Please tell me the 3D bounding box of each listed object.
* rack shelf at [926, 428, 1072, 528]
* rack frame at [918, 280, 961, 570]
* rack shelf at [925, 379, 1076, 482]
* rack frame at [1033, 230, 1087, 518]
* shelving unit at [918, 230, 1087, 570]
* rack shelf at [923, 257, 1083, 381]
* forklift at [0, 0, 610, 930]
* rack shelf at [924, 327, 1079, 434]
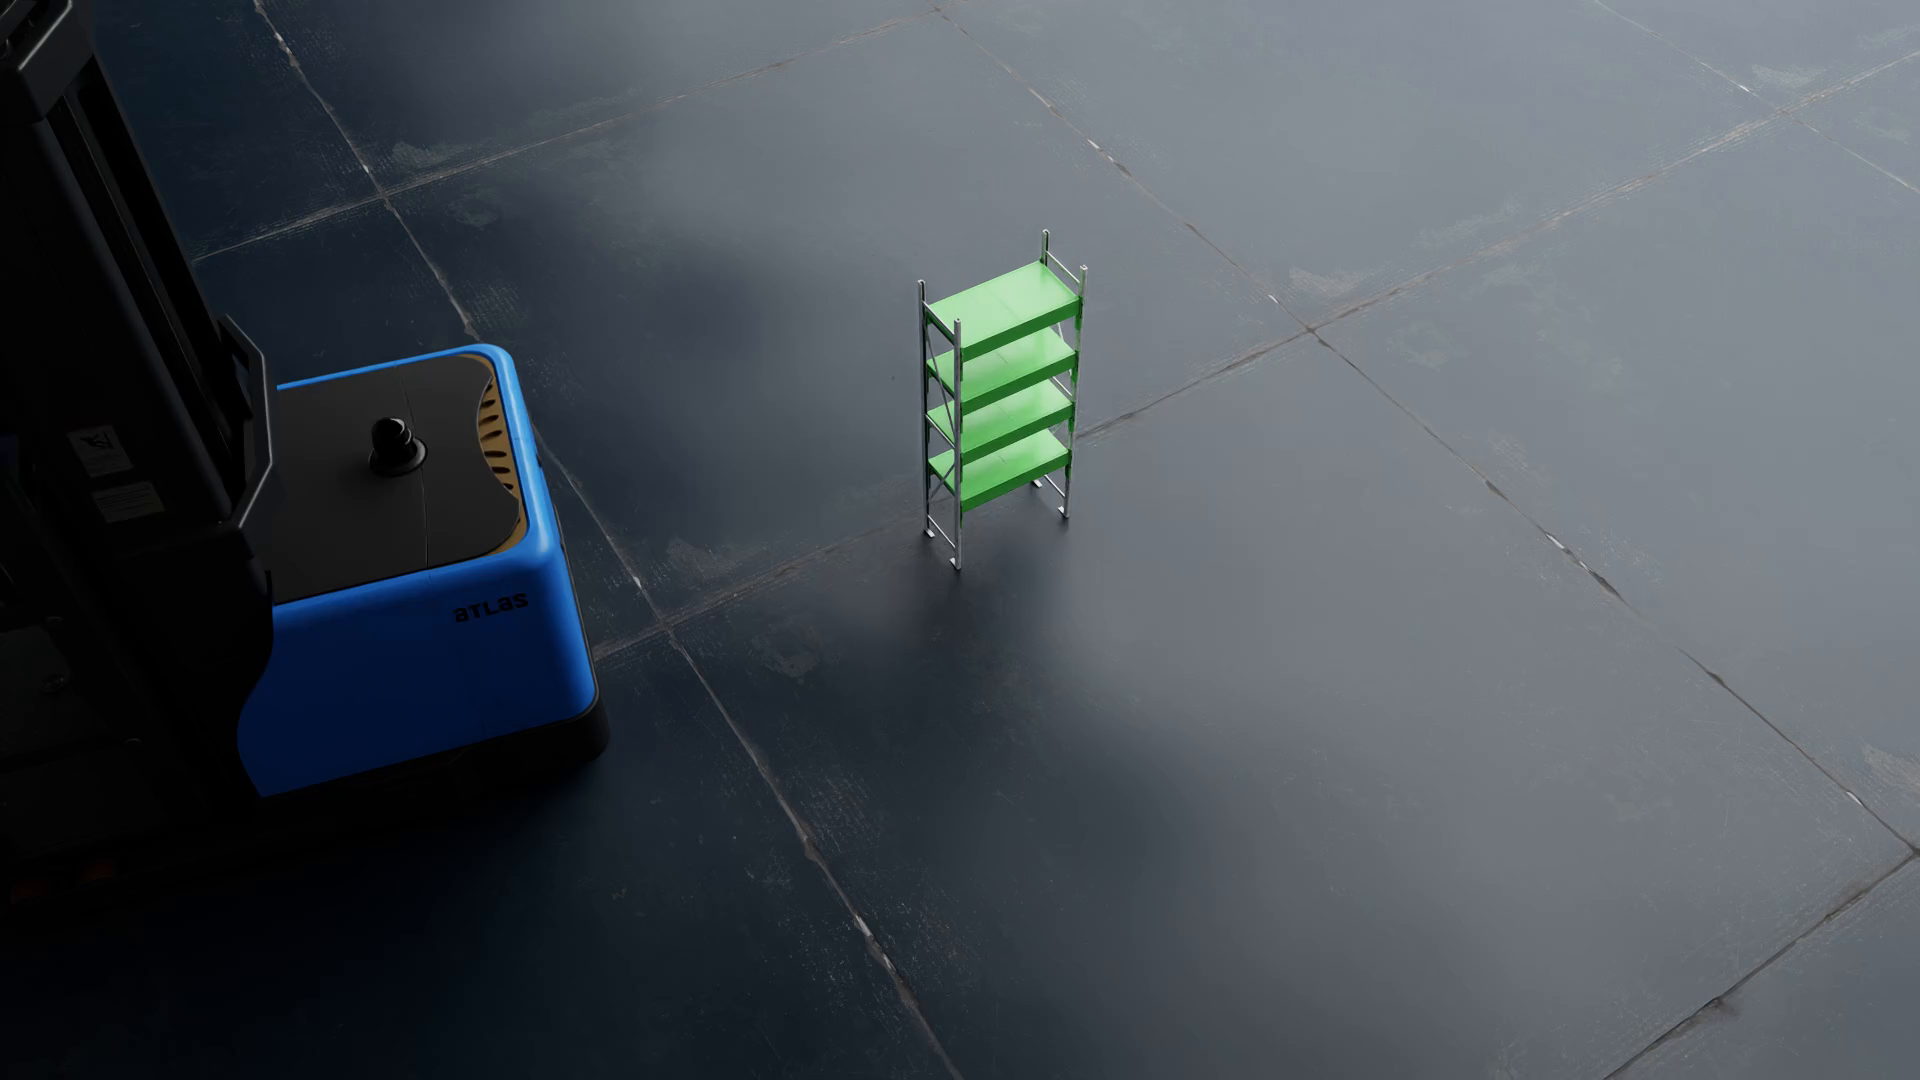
[{"bbox_3d":[0.140,-0.263,6.088,0.480,0.148,0.258,-25,53,-21],"label":"rack shelf"},{"bbox_3d":[-0.066,-0.368,5.774,0.015,1.200,0.240,-25,53,-21],"label":"rack frame"},{"bbox_3d":[0.140,-0.422,5.908,0.480,0.148,0.258,-25,53,-21],"label":"rack shelf"},{"bbox_3d":[0.346,-0.562,5.947,0.015,1.200,0.240,-25,53,-21],"label":"rack frame"},{"bbox_3d":[0.140,-0.465,5.861,0.503,1.200,0.258,-25,53,-21],"label":"shelving unit"},{"bbox_3d":[0.140,-0.742,5.550,0.480,0.148,0.258,-25,53,-21],"label":"rack shelf"},{"bbox_3d":[-2.745,-0.226,4.489,3.031,2.935,1.130,-14,50,-12],"label":"forklift"},{"bbox_3d":[0.140,-0.582,5.729,0.480,0.148,0.258,-25,53,-21],"label":"rack shelf"}]
